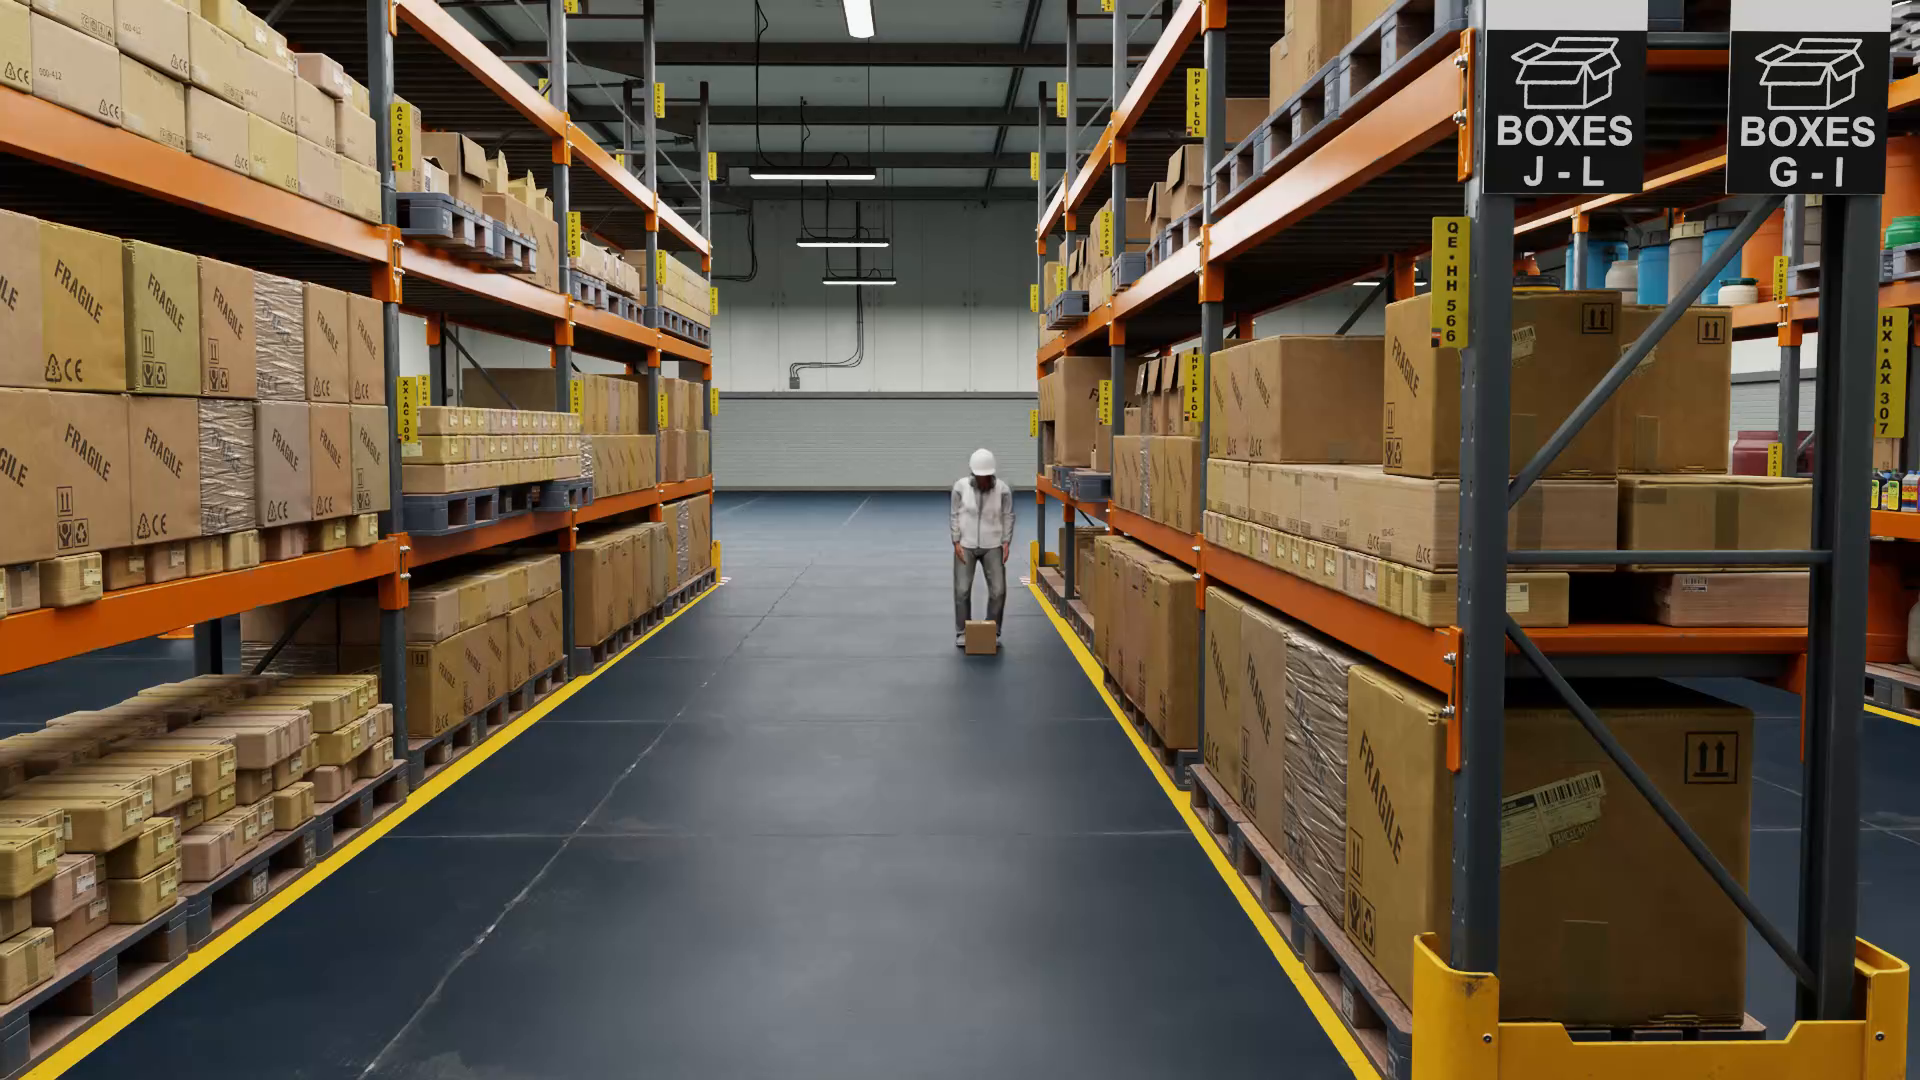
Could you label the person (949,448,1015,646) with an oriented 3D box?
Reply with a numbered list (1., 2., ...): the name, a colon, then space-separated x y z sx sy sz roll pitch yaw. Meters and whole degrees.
1. person: 0.190 0.063 14.227 0.567 1.695 0.516 0 4 0
